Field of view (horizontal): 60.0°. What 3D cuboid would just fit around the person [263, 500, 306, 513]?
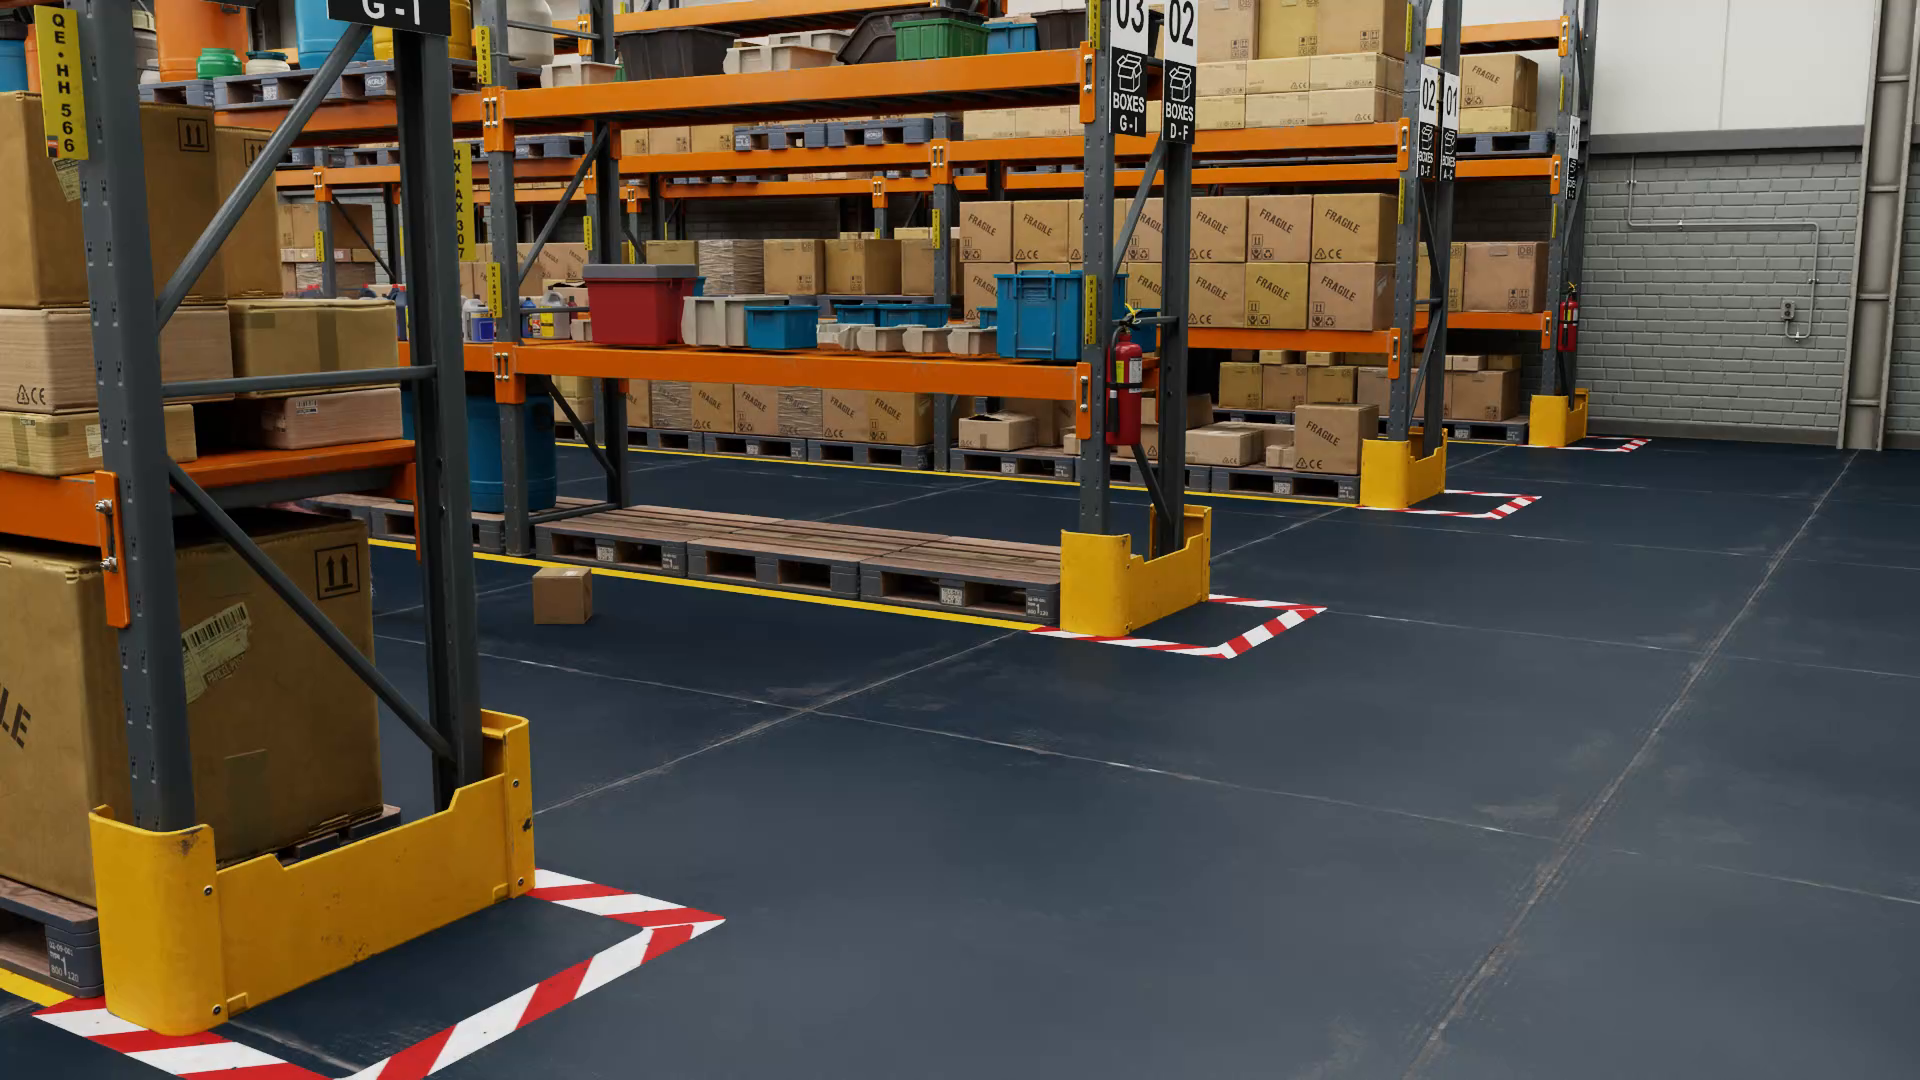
[{"bbox_3d":[-3.635,-0.486,8.755,0.830,1.641,0.447,5,11,26],"label":"person"}]
